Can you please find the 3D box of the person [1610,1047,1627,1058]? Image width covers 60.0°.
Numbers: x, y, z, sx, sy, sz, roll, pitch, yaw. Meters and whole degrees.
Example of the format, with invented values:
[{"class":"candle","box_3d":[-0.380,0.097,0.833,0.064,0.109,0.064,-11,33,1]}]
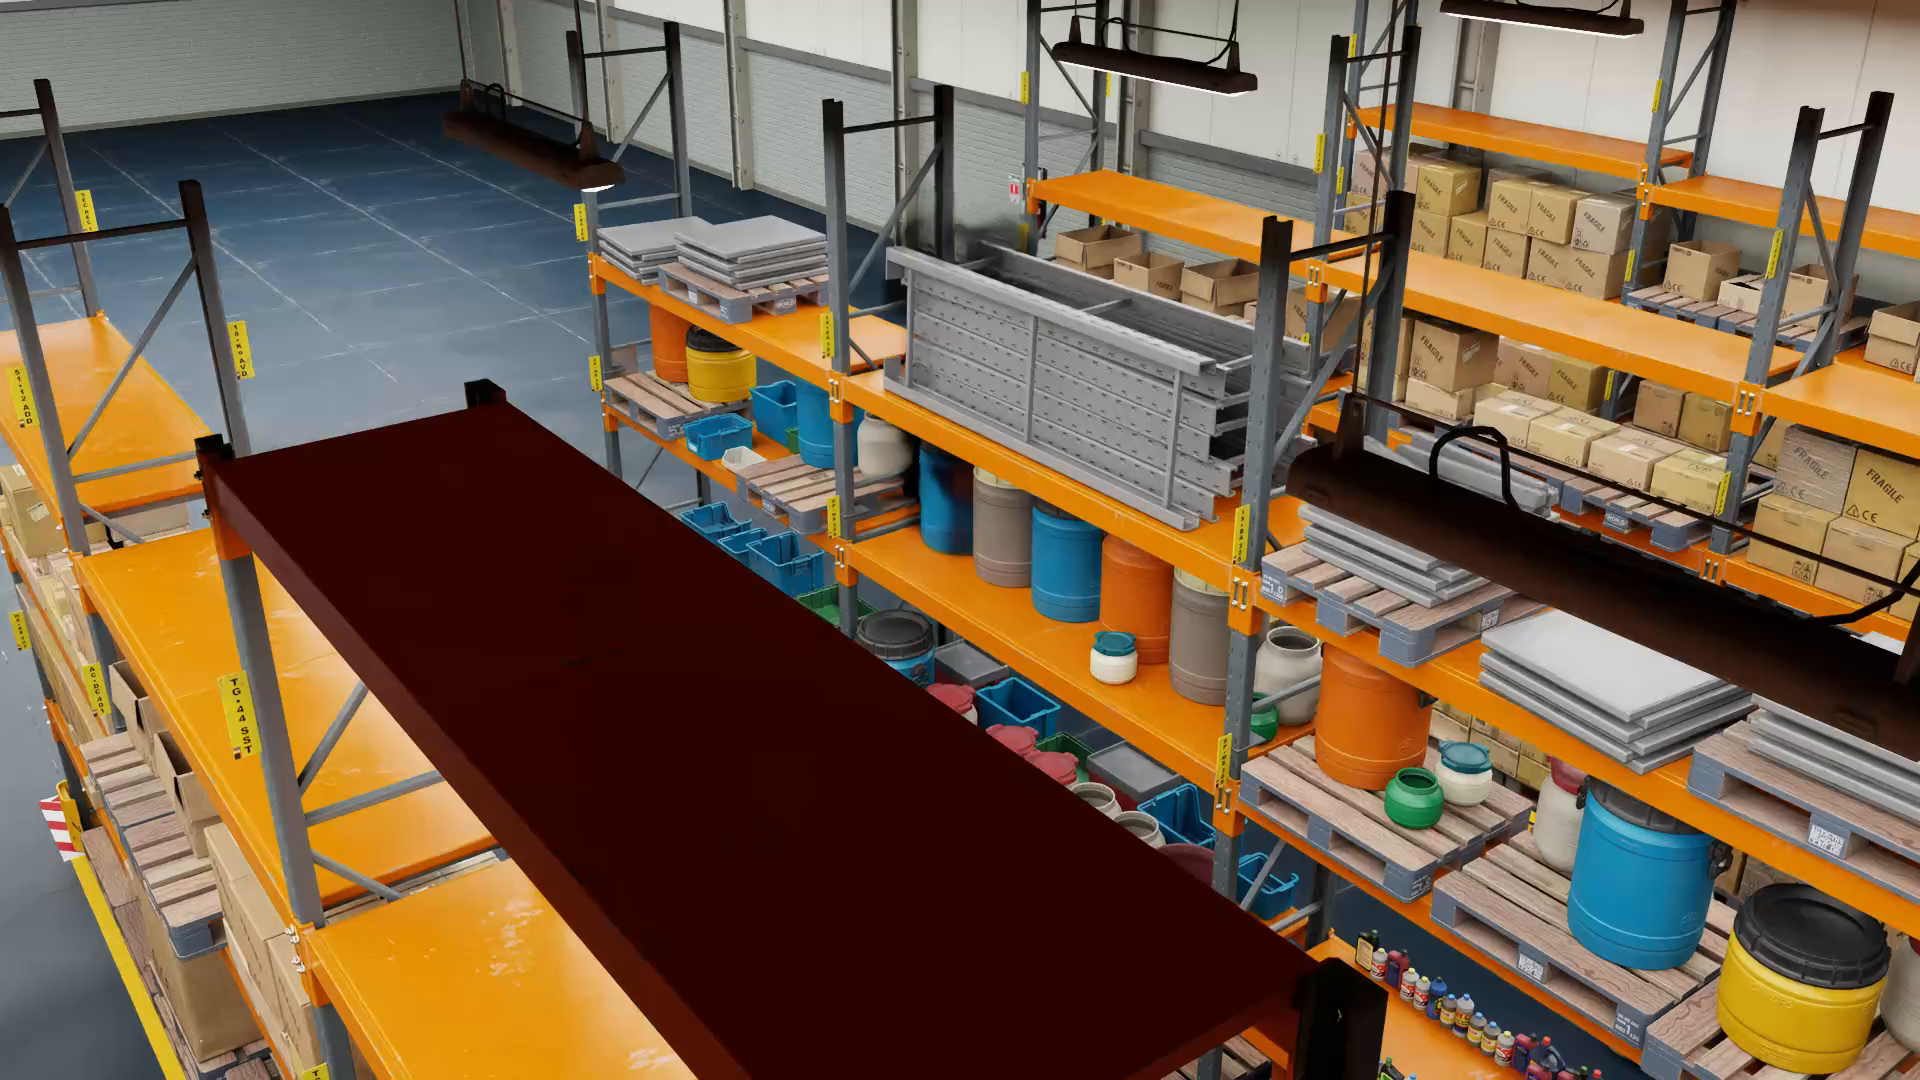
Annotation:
[{"class":"person","box_3d":[4.558,2.715,11.041,0.592,1.734,0.683,20,32,37]}]
